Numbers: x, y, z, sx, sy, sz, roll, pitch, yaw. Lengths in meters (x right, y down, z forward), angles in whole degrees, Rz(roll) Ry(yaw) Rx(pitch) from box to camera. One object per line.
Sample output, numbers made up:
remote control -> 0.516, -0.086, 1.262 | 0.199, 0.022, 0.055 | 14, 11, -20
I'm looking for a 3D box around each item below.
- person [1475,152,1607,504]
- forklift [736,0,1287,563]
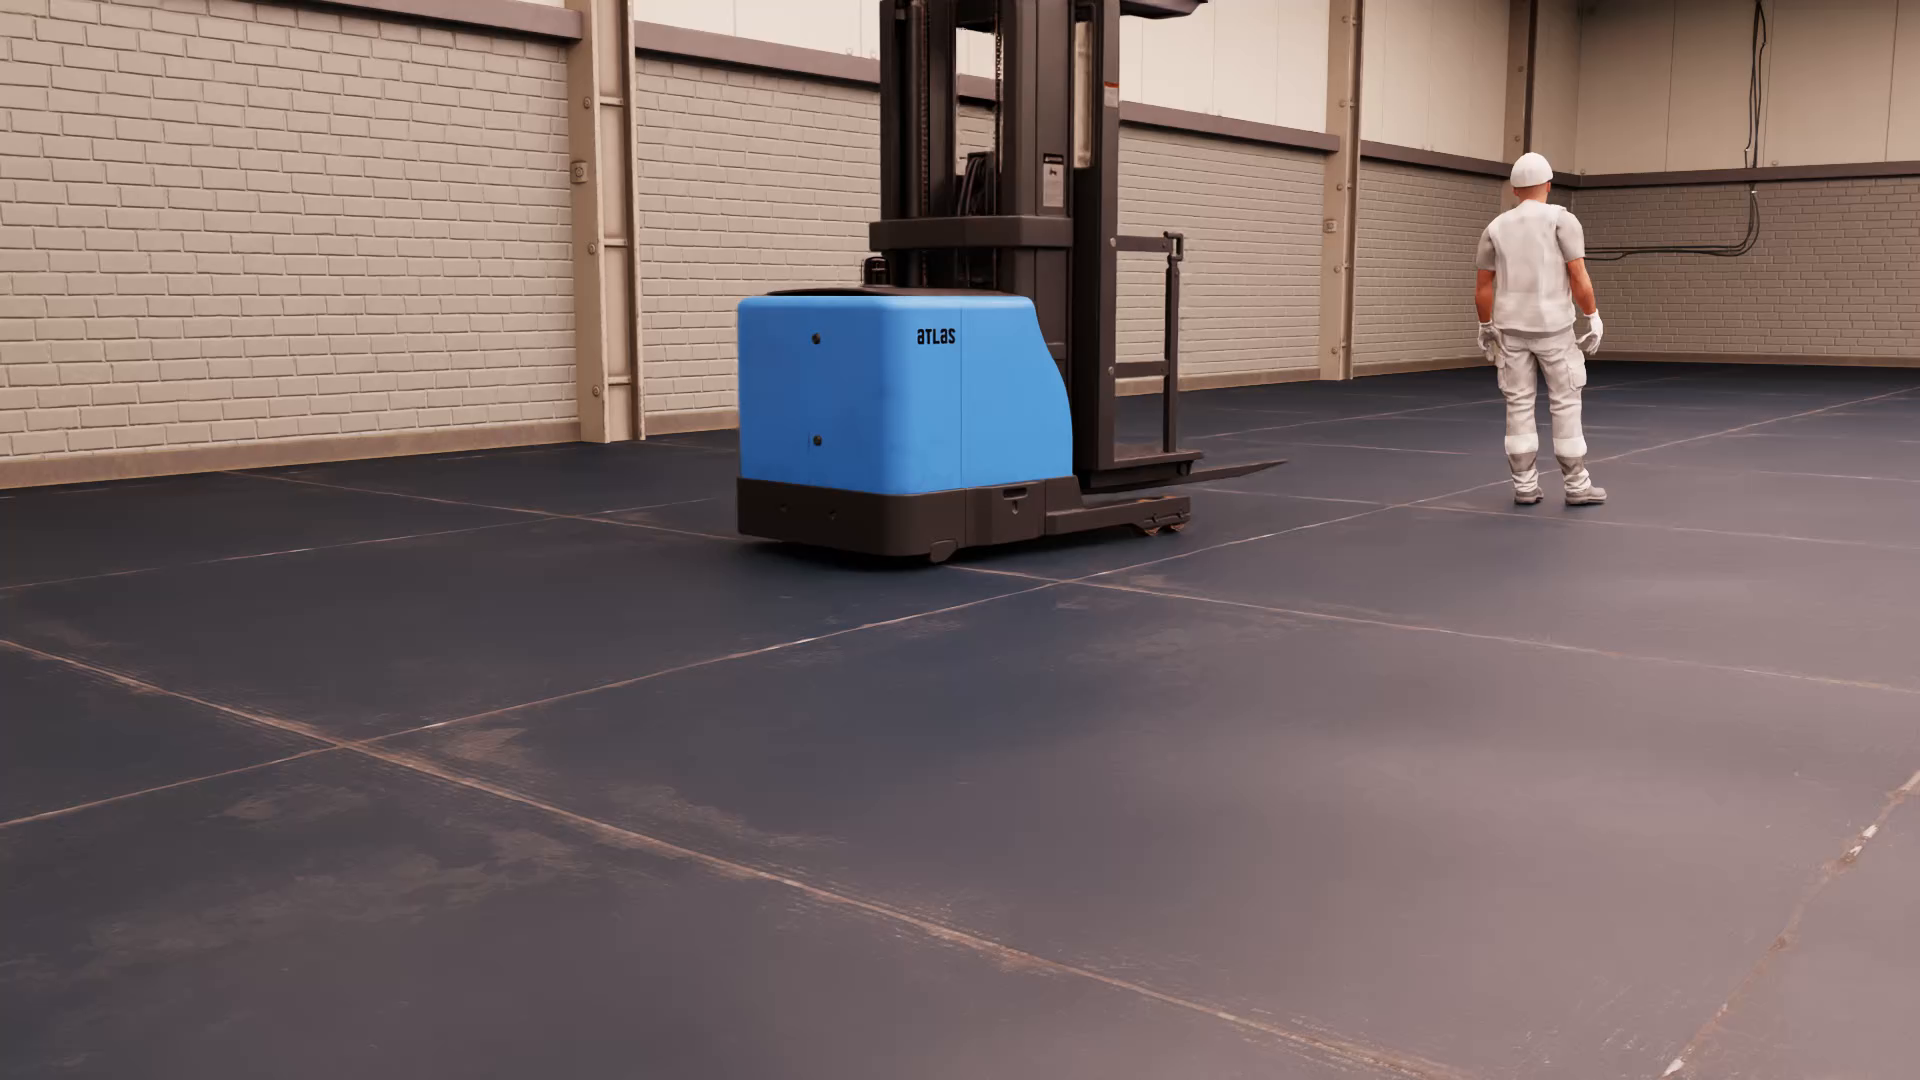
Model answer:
person -> 3.019, -1.090, 8.620 | 0.638, 1.789, 0.563 | 7, 11, 40
forklift -> 0.426, -1.519, 7.661 | 1.130, 2.935, 3.031 | 8, 11, 43
